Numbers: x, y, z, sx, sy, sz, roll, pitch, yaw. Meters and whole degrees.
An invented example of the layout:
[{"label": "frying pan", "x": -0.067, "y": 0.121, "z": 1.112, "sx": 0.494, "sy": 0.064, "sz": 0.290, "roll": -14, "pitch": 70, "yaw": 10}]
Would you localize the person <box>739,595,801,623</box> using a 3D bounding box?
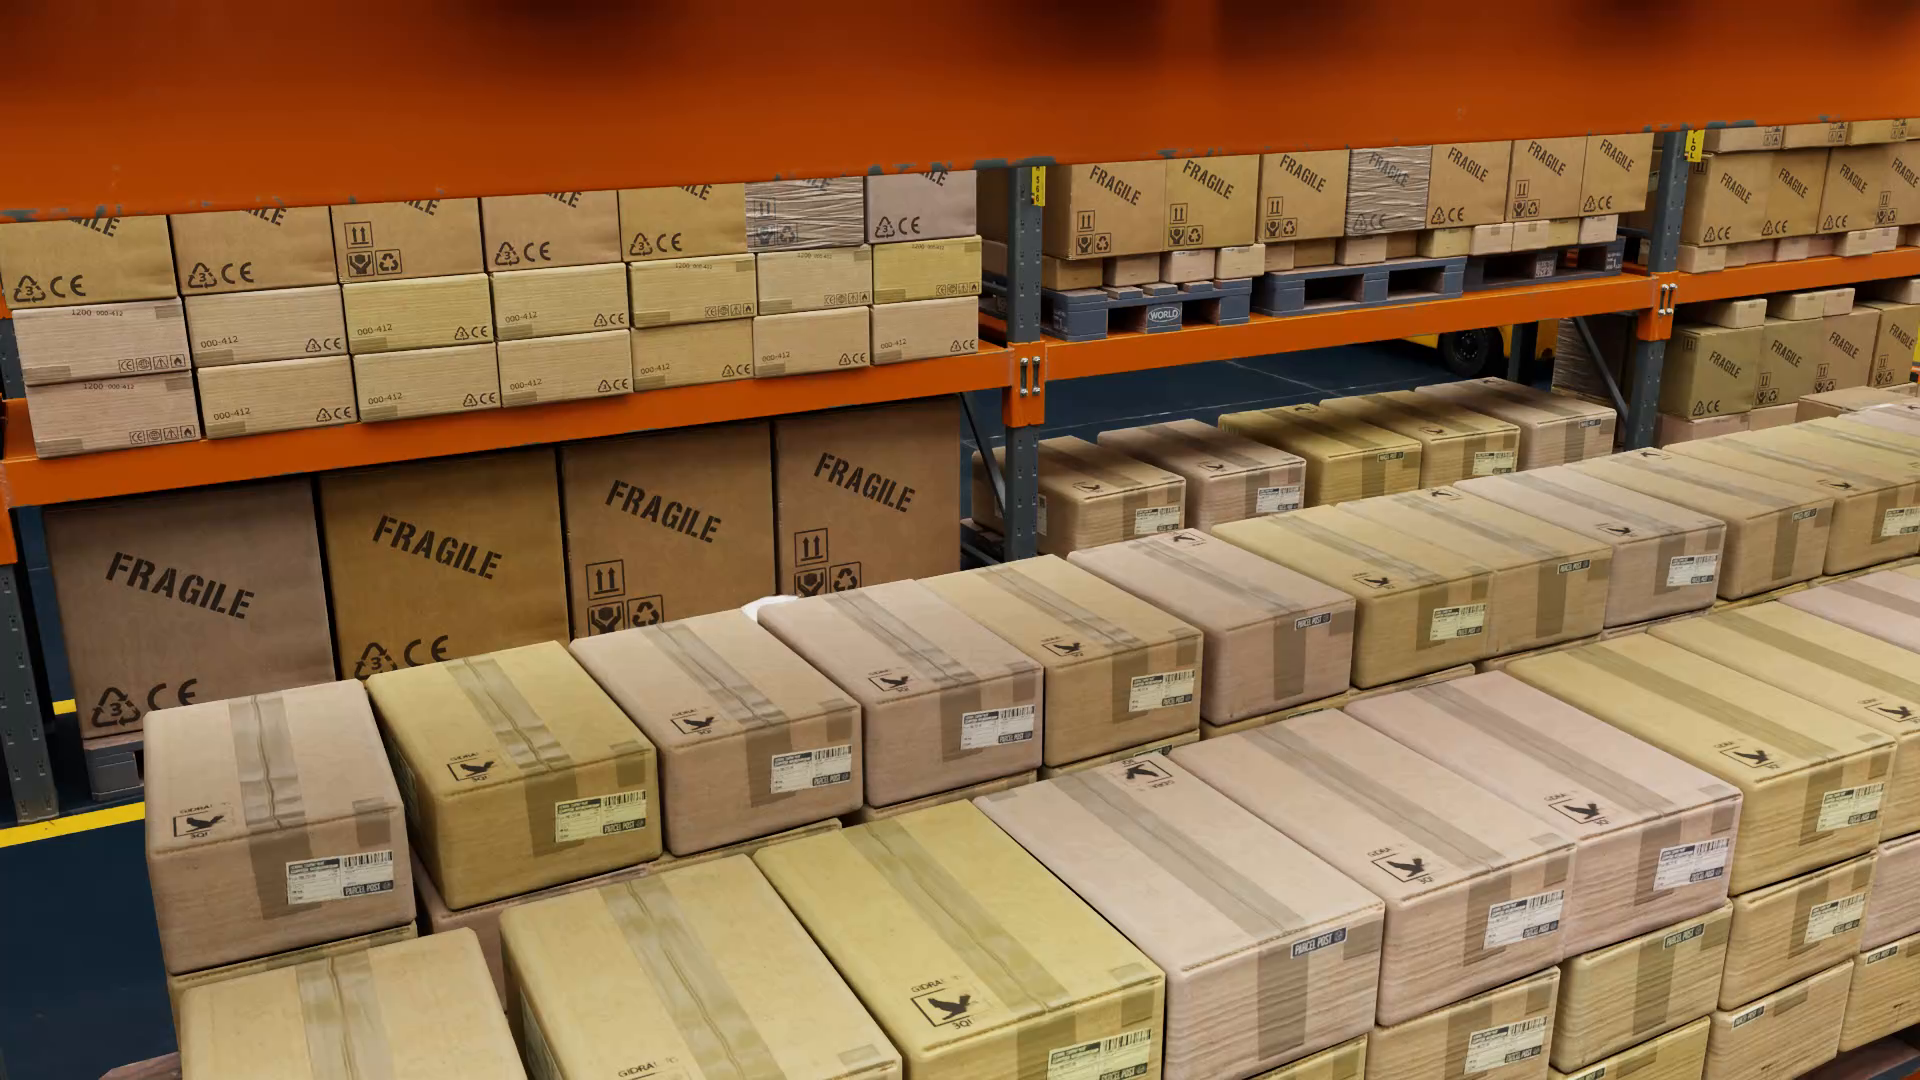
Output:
[{"label": "person", "x": -0.769, "y": 0.667, "z": 5.441, "sx": 1.004, "sy": 0.896, "sz": 0.520, "roll": -10, "pitch": 21, "yaw": -29}]
